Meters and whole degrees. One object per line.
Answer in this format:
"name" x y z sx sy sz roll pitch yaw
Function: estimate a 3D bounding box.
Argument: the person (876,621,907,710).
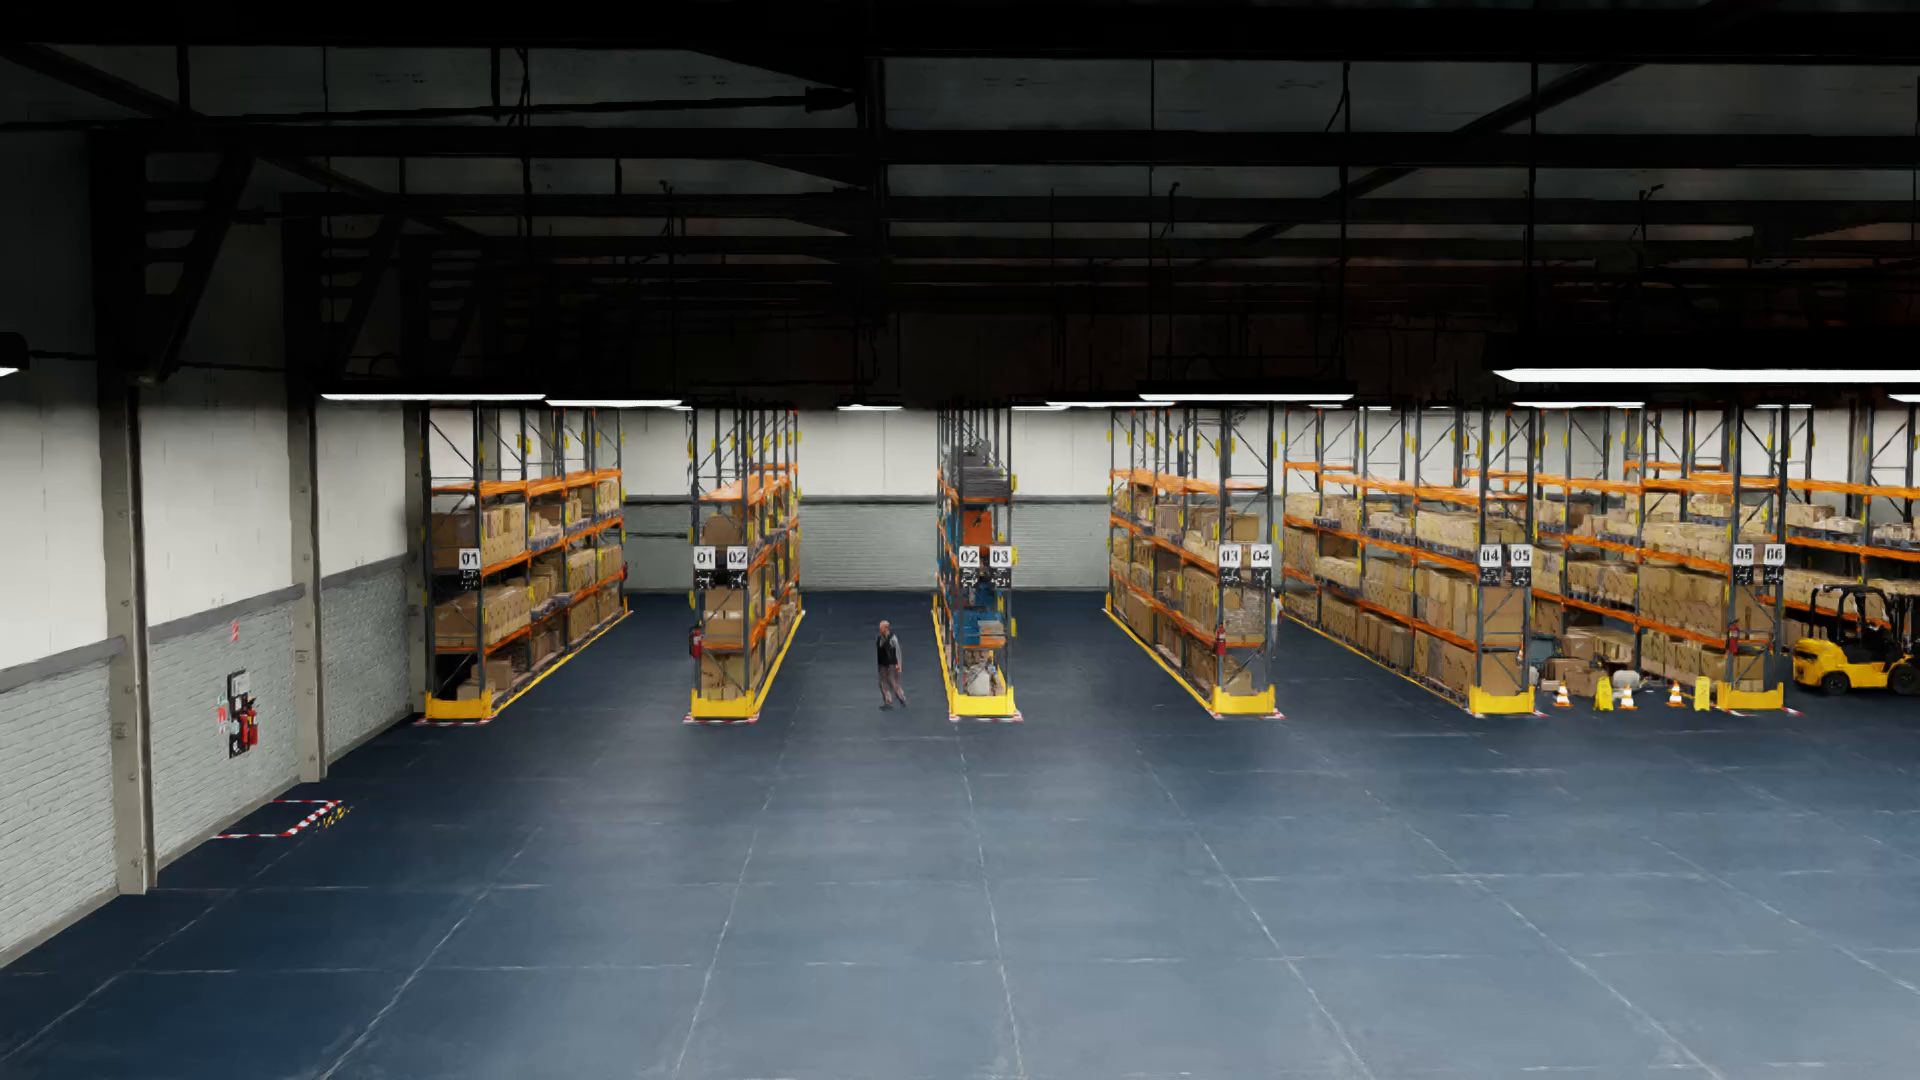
"person" -1.331 2.399 32.031 0.582 1.710 0.541 3 5 34

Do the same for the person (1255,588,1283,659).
"person" 7.094 1.918 38.298 0.719 1.714 0.578 0 4 -4
